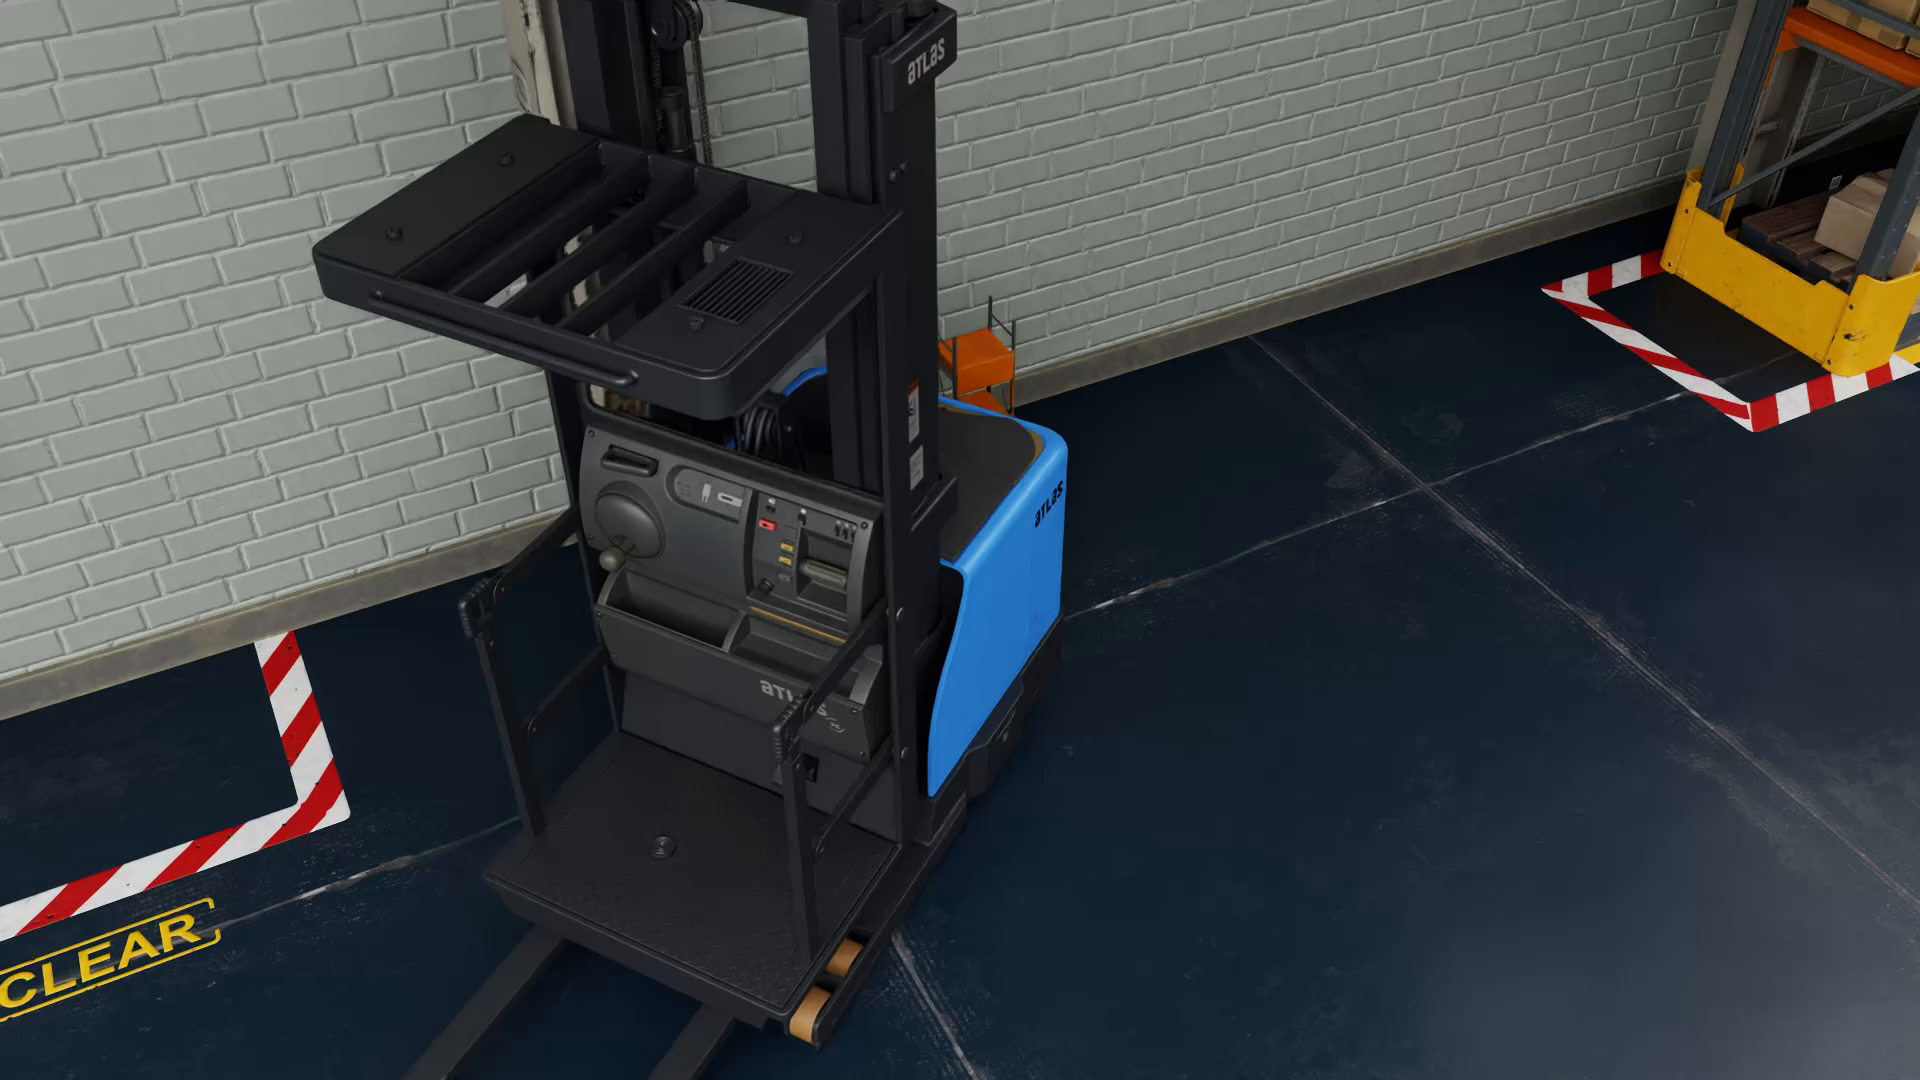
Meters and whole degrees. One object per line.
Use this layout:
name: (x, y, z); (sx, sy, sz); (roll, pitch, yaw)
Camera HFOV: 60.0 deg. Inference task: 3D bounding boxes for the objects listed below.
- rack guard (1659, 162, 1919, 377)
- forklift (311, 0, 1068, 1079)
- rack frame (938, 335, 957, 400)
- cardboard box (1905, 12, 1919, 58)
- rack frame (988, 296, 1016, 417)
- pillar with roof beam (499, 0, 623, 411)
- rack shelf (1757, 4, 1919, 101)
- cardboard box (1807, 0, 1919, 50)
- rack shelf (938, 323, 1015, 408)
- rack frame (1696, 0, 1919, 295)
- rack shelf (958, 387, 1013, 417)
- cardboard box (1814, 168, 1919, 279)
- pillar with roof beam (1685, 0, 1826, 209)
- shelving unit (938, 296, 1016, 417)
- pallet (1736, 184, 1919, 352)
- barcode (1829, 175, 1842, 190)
rack guard: (3.929, -1.309, 7.910); (0.348, 0.500, 1.175); (-19, 44, -21)
forklift: (-0.749, 0.049, 4.424); (1.130, 2.935, 3.031); (18, 44, 20)
rack frame: (-0.061, -0.380, 6.387); (0.008, 1.050, 0.200); (-19, 44, -21)
cardboard box: (4.441, -2.155, 7.075); (0.500, 0.250, 0.500); (-20, 44, -22)
rack frame: (0.156, -0.453, 6.473); (0.008, 1.050, 0.200); (-19, 44, -21)
pillar with roof beam: (0.750, -0.978, 0.940); (0.400, 9.000, 9.100); (-19, 44, -21)
rack shelf: (5.636, -2.563, 8.013); (4.000, 0.370, 1.077); (-19, 44, -21)
cardboard box: (4.187, -2.442, 7.414); (0.500, 0.250, 0.500); (-18, 43, -20)
rack shelf: (0.047, -0.625, 6.253); (0.240, 0.259, 0.215); (-19, 44, -21)
rack frame: (3.862, -2.241, 7.076); (0.127, 3.000, 1.000); (-19, 44, -21)
rack shelf: (0.047, -0.409, 6.437); (0.240, 0.259, 0.215); (-19, 44, -21)
cardboard box: (4.517, -1.537, 7.985); (0.500, 0.311, 0.500); (-24, 46, -25)
pillar with roof beam: (6.072, -2.768, 3.055); (0.400, 9.000, 9.100); (-19, 44, -21)
shelving unit: (0.047, -0.417, 6.430); (0.252, 1.050, 0.215); (-19, 44, -21)
pallet: (4.666, -1.421, 8.266); (1.213, 0.211, 1.003); (-19, 44, -21)
barcode: (4.348, -1.775, 8.259); (0.075, 0.075, 0.001); (-19, 44, -21)
